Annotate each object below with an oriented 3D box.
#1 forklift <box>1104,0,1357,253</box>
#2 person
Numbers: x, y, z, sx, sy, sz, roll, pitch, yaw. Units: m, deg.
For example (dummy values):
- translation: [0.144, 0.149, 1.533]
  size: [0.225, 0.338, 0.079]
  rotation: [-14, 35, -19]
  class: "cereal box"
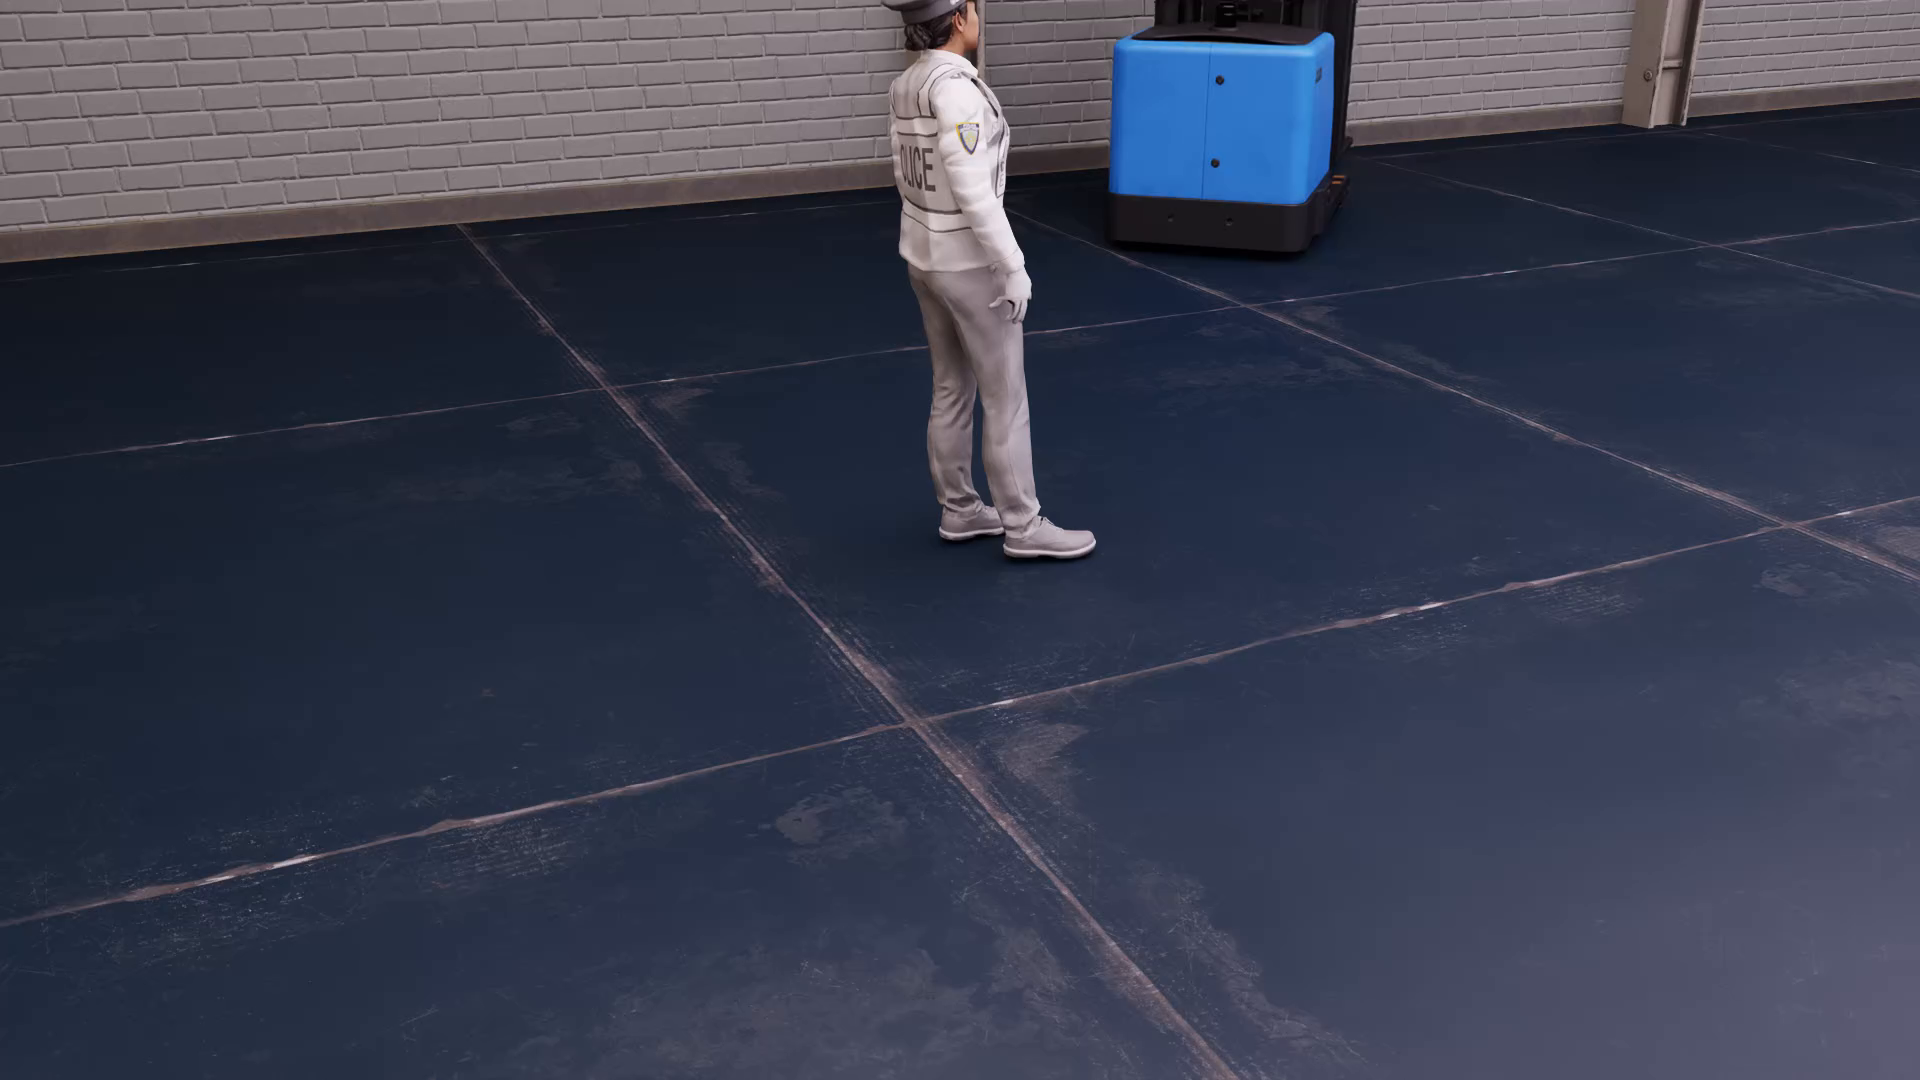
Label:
- translation: [1.709, -3.349, 9.348]
  size: [1.130, 2.935, 3.031]
  rotation: [7, 24, 17]
  class: "forklift"
- translation: [0.065, -0.798, 4.800]
  size: [0.531, 1.695, 0.587]
  rotation: [-10, 25, -23]
  class: "person"
